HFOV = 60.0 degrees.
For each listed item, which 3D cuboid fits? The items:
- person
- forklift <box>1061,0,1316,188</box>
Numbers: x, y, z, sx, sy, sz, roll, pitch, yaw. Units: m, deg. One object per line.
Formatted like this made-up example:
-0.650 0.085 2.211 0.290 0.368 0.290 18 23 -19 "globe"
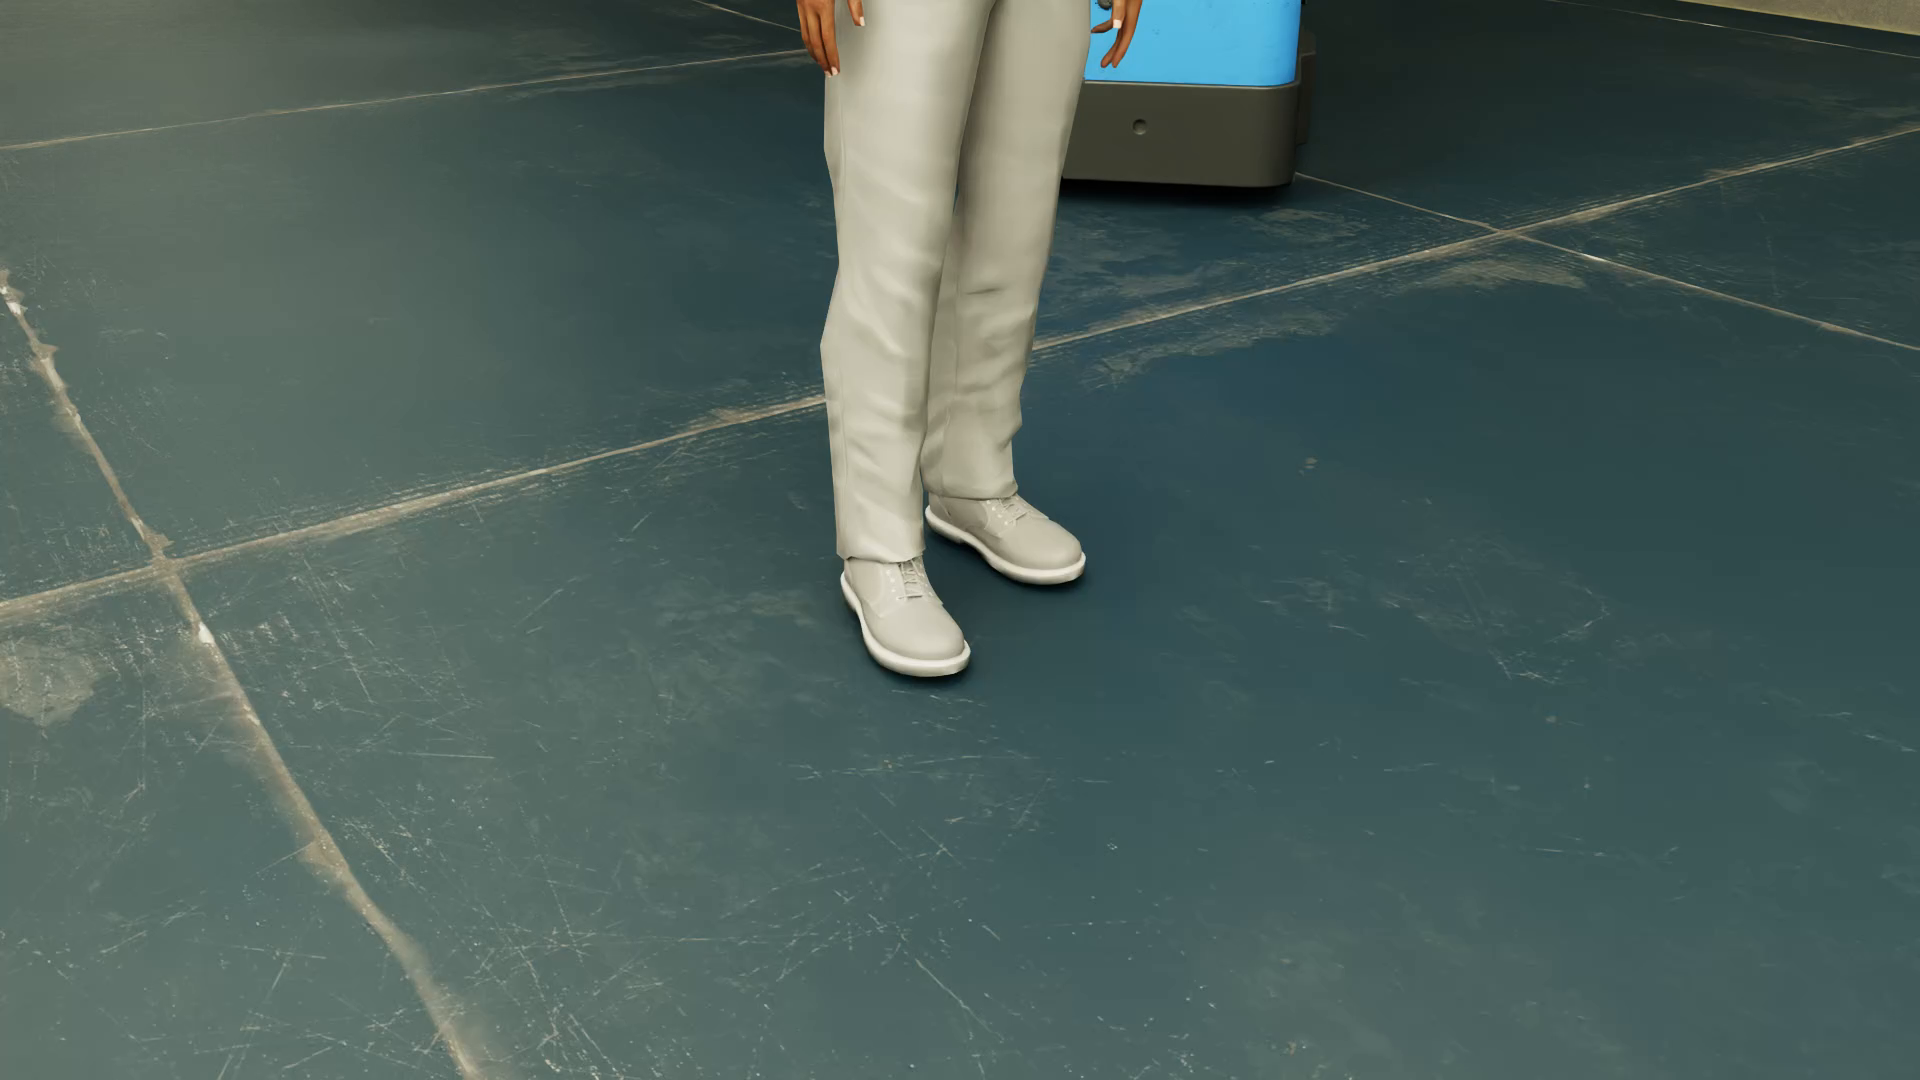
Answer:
0.026 -0.731 2.052 0.569 1.694 0.530 -17 31 -31 "person"
0.562 -2.805 4.824 1.130 2.935 3.031 5 27 9 "forklift"
